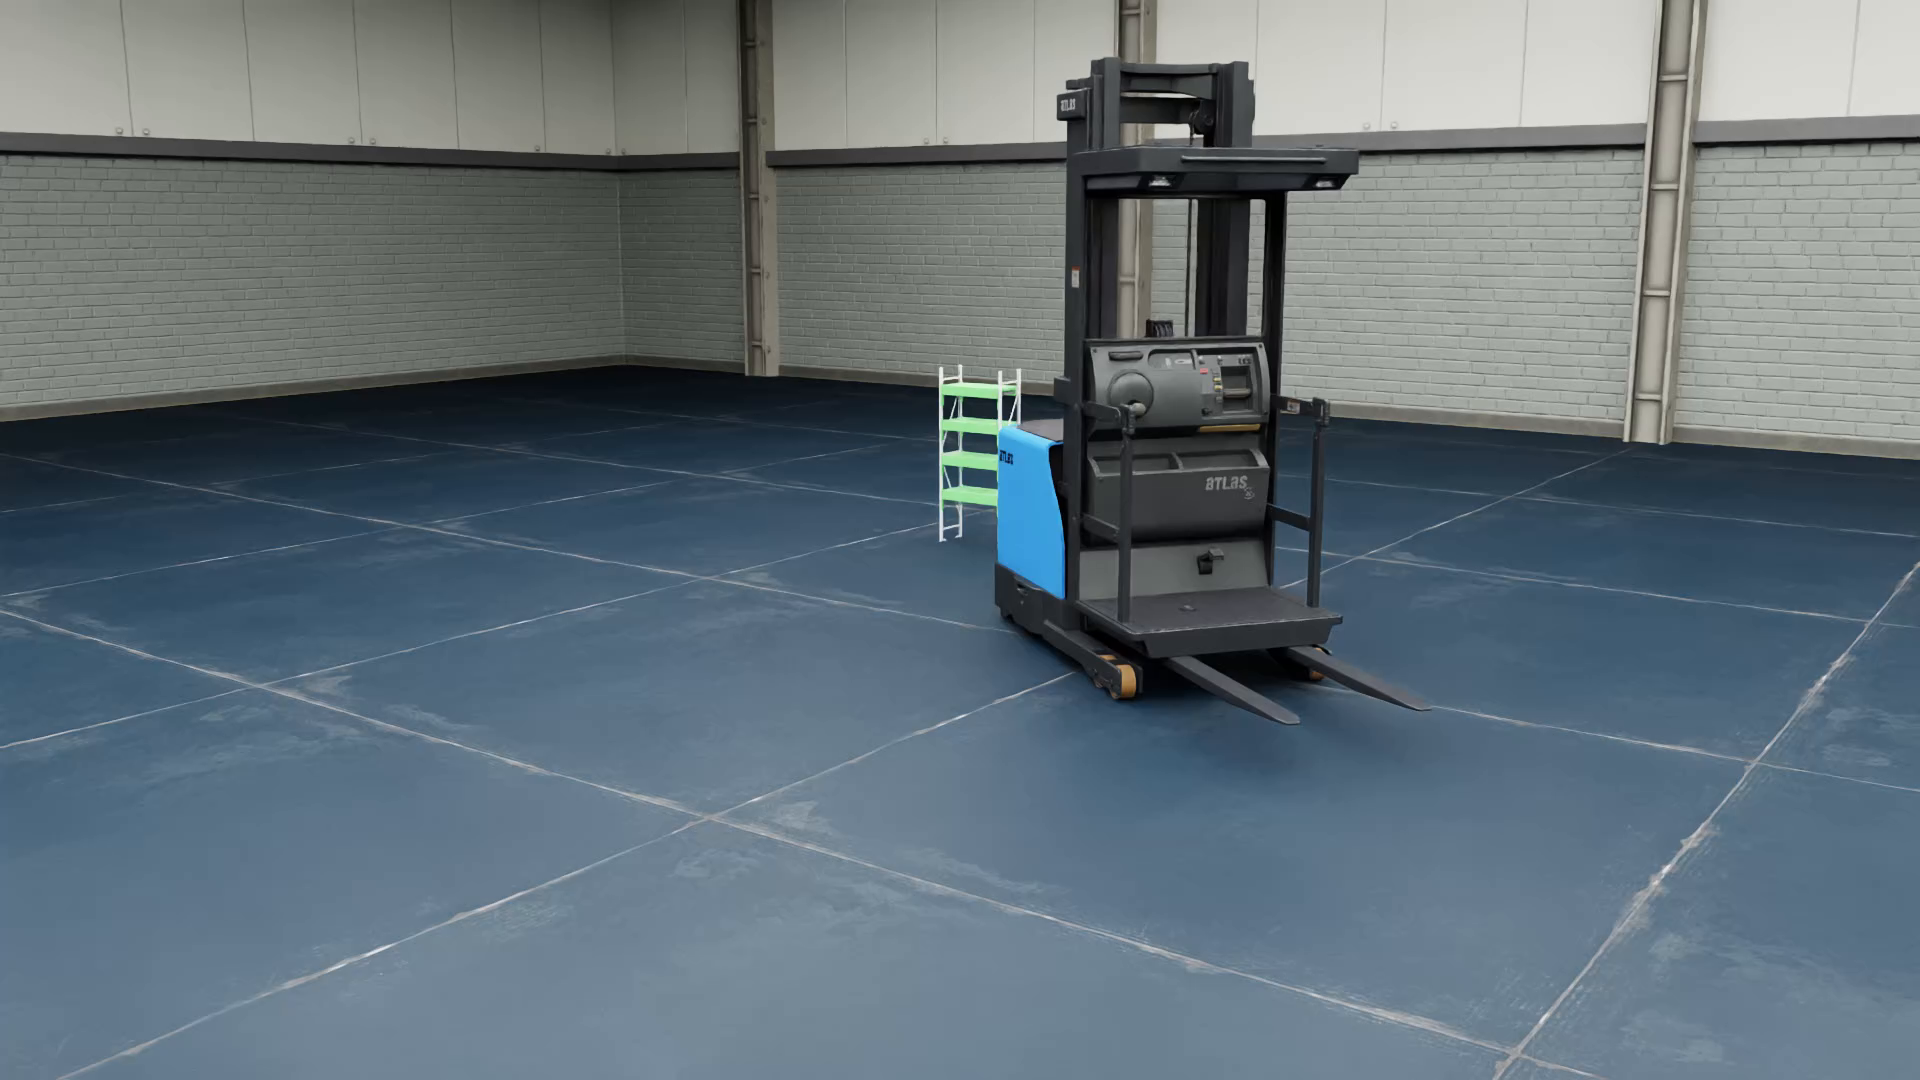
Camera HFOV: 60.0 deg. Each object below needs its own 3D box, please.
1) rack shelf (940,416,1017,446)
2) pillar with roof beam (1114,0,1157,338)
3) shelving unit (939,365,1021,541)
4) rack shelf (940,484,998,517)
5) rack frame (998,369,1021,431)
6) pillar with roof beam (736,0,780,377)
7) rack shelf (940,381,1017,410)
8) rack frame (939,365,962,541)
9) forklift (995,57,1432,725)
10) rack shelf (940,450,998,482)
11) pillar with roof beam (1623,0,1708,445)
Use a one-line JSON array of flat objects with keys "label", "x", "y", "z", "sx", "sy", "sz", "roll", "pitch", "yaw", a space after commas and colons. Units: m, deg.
[{"label": "rack shelf", "x": 0.133, "y": -0.743, "z": 11.286, "sx": 0.480, "sy": 0.148, "sz": 0.258, "roll": 8, "pitch": 13, "yaw": 36}, {"label": "pillar with roof beam", "x": -0.515, "y": -5.418, "z": 15.841, "sx": 0.400, "sy": 9.000, "sz": 9.100, "roll": 8, "pitch": 13, "yaw": 36}, {"label": "shelving unit", "x": 0.133, "y": -0.570, "z": 11.320, "sx": 0.503, "sy": 1.200, "sz": 0.258, "roll": 8, "pitch": 13, "yaw": 36}, {"label": "rack shelf", "x": 0.133, "y": -0.272, "z": 11.377, "sx": 0.480, "sy": 0.148, "sz": 0.258, "roll": 8, "pitch": 13, "yaw": 36}, {"label": "rack frame", "x": 0.330, "y": -0.543, "z": 11.178, "sx": 0.015, "sy": 1.200, "sz": 0.240, "roll": 8, "pitch": 13, "yaw": 36}, {"label": "pillar with roof beam", "x": -5.351, "y": -6.092, "z": 19.328, "sx": 0.400, "sy": 9.000, "sz": 9.100, "roll": 8, "pitch": 13, "yaw": 36}, {"label": "rack shelf", "x": 0.133, "y": -0.979, "z": 11.240, "sx": 0.480, "sy": 0.148, "sz": 0.258, "roll": 8, "pitch": 13, "yaw": 36}, {"label": "rack frame", "x": -0.063, "y": -0.598, "z": 11.461, "sx": 0.015, "sy": 1.200, "sz": 0.240, "roll": 8, "pitch": 13, "yaw": 36}, {"label": "forklift", "x": 1.140, "y": -0.784, "z": 7.867, "sx": 1.130, "sy": 2.935, "sz": 3.031, "roll": -4, "pitch": 12, "yaw": -18}, {"label": "rack shelf", "x": 0.133, "y": -0.508, "z": 11.332, "sx": 0.480, "sy": 0.148, "sz": 0.258, "roll": 8, "pitch": 13, "yaw": 36}, {"label": "pillar with roof beam", "x": 4.321, "y": -4.743, "z": 12.354, "sx": 0.400, "sy": 9.000, "sz": 9.100, "roll": 8, "pitch": 13, "yaw": 36}]
